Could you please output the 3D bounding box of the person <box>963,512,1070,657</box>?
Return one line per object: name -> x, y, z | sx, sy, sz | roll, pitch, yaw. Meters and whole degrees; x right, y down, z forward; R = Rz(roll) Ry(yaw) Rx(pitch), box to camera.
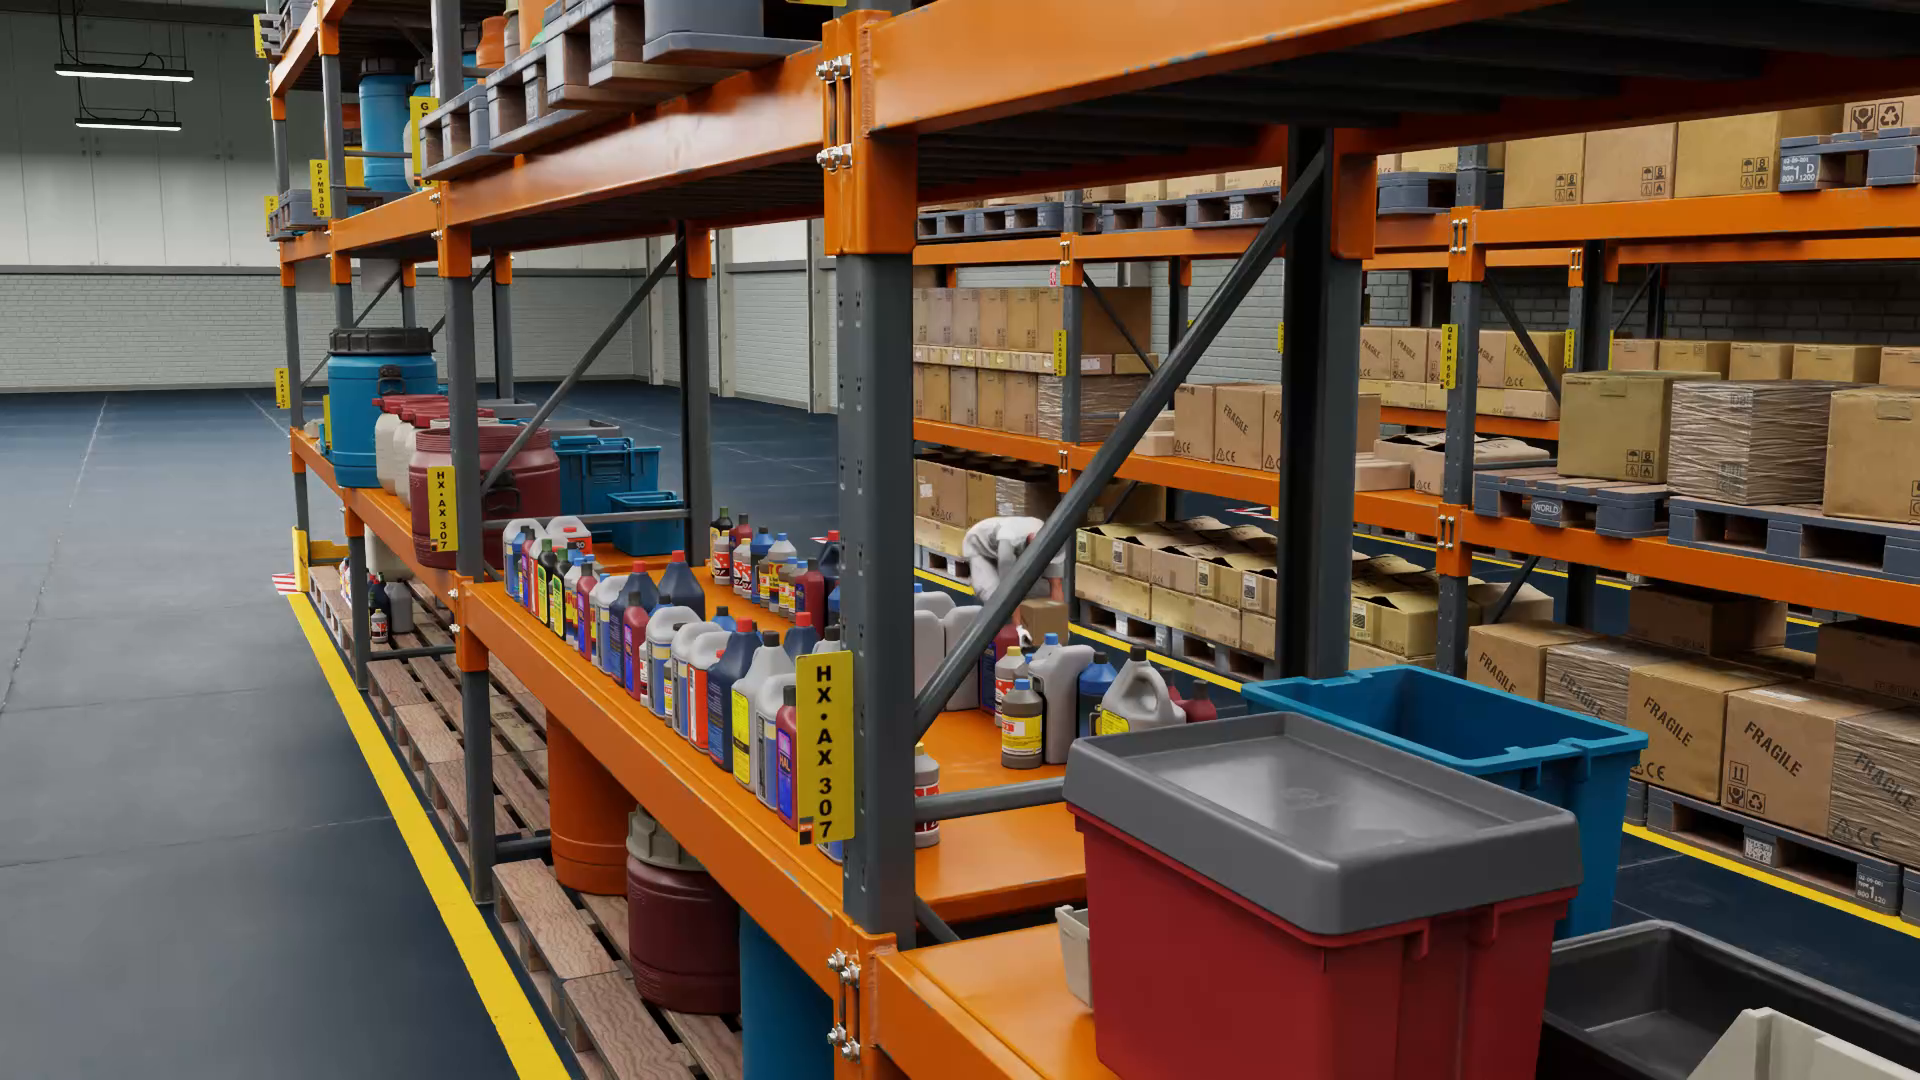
person -> 0.384, 0.316, 10.774 | 0.536, 1.010, 0.957 | -5, 10, -29
